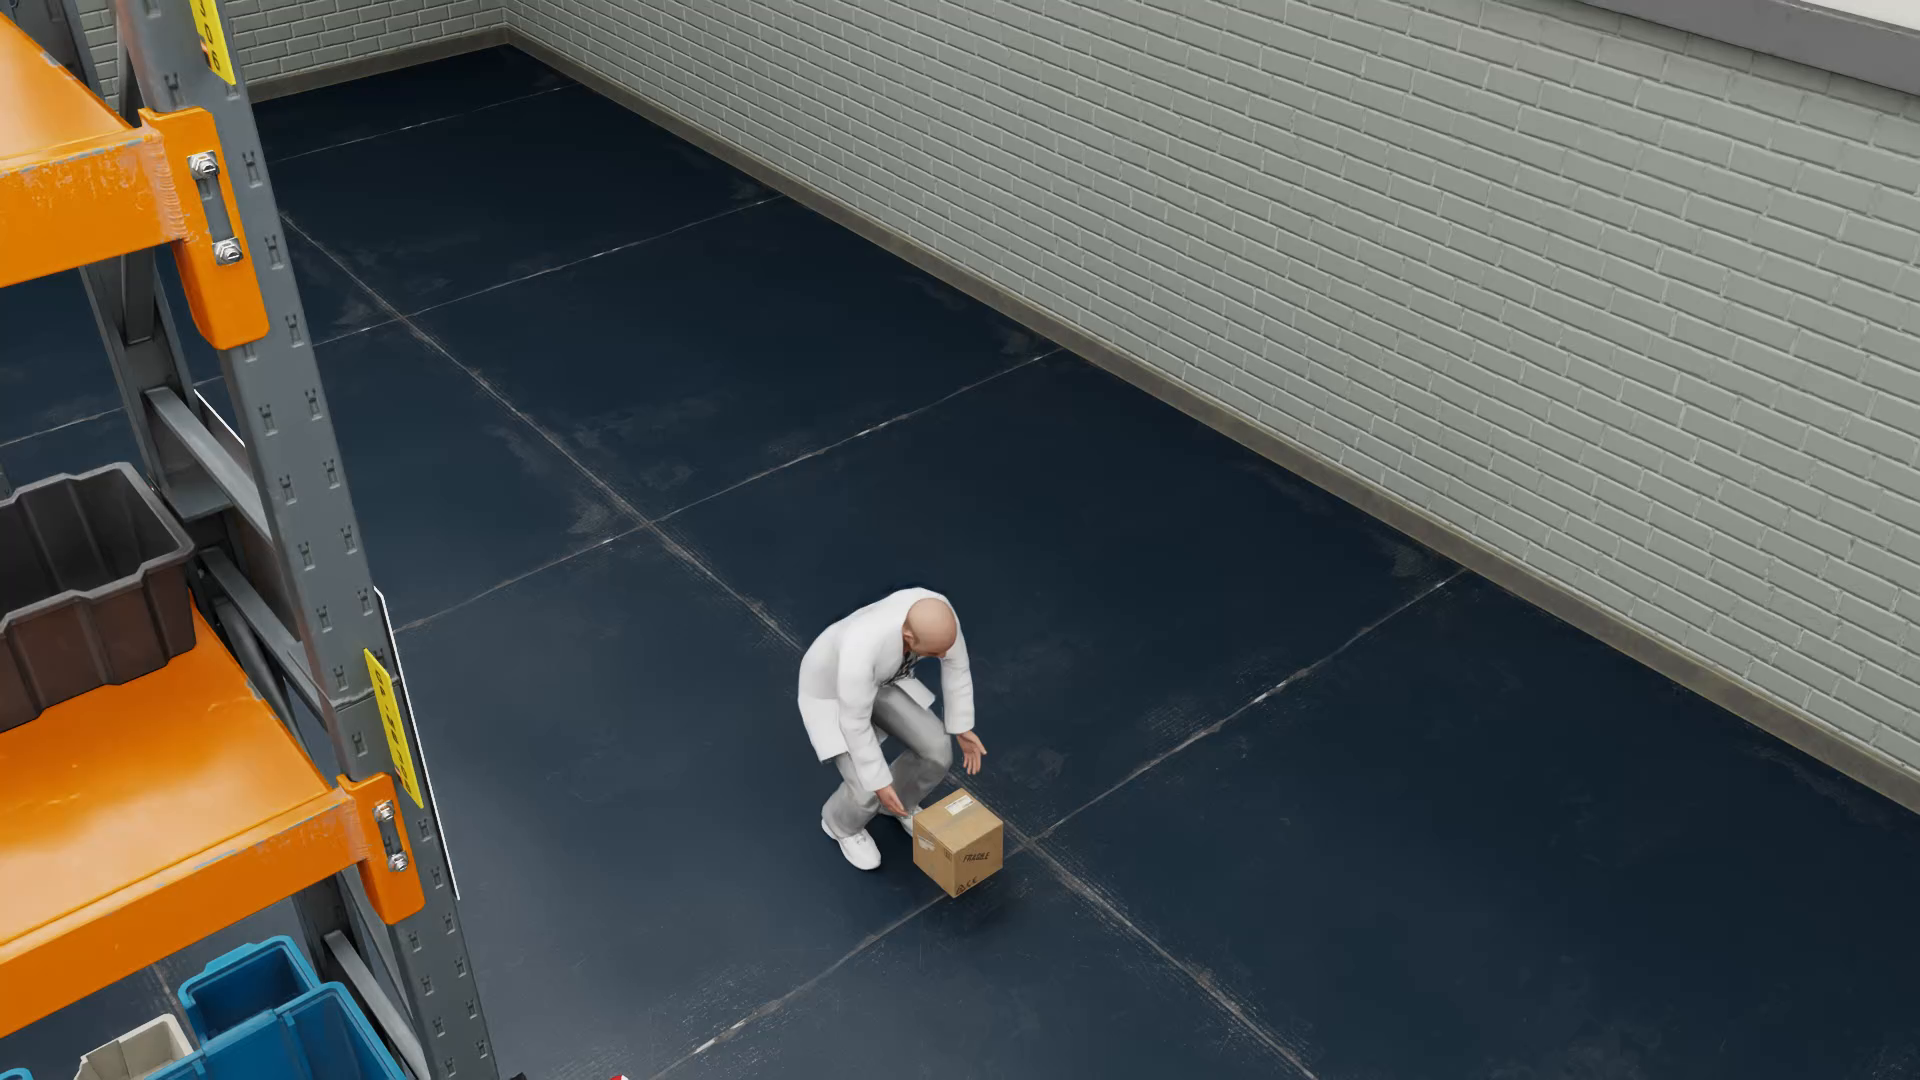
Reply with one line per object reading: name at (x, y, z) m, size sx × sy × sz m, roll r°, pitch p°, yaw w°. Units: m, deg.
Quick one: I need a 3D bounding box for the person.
person at (-0.287, 0.664, 6.519) m, size 0.633 × 1.365 × 0.749 m, roll -26°, pitch 43°, yaw -32°
